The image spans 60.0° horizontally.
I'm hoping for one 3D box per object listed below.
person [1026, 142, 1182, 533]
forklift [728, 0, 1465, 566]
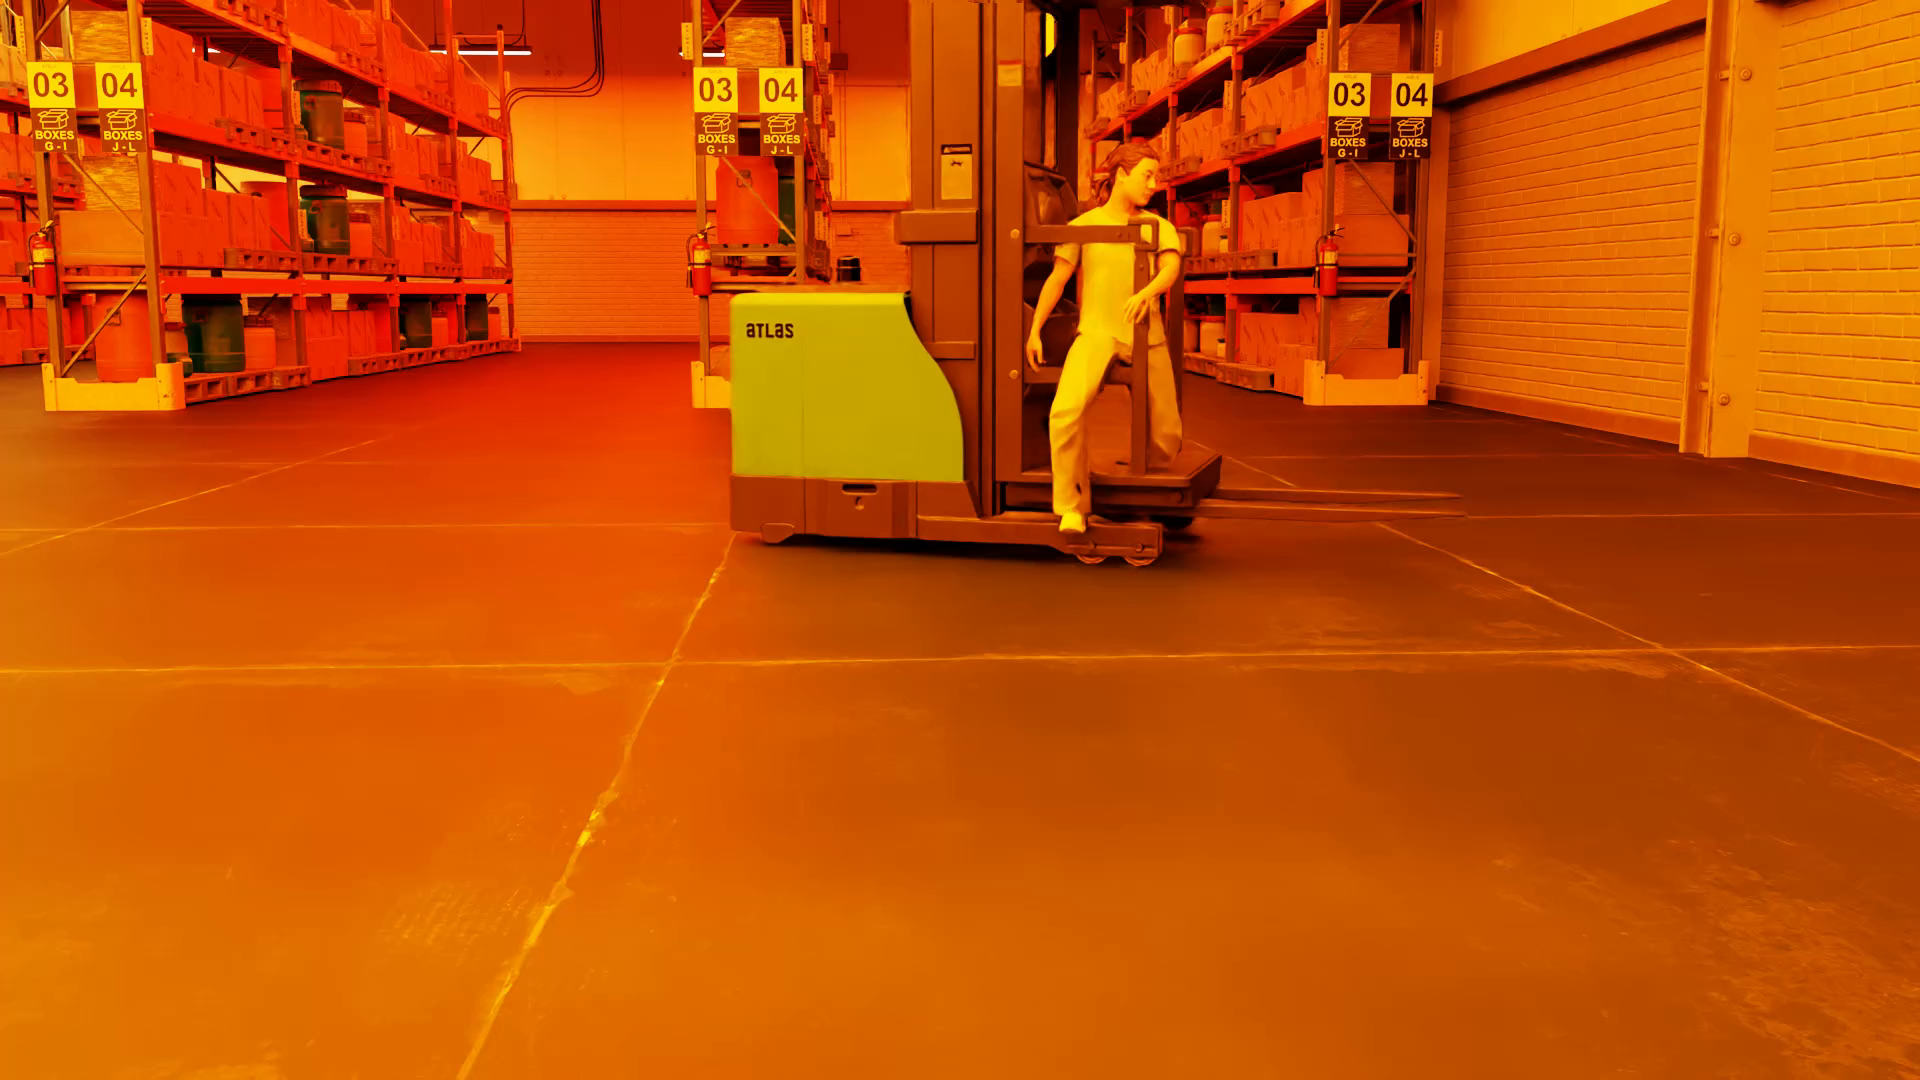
[{"bbox_3d":[0.579,-0.789,6.627,0.637,1.574,0.783,-1,9,-10],"label":"person"},{"bbox_3d":[0.585,-1.432,6.976,3.031,2.935,1.130,2,9,15],"label":"forklift"}]
